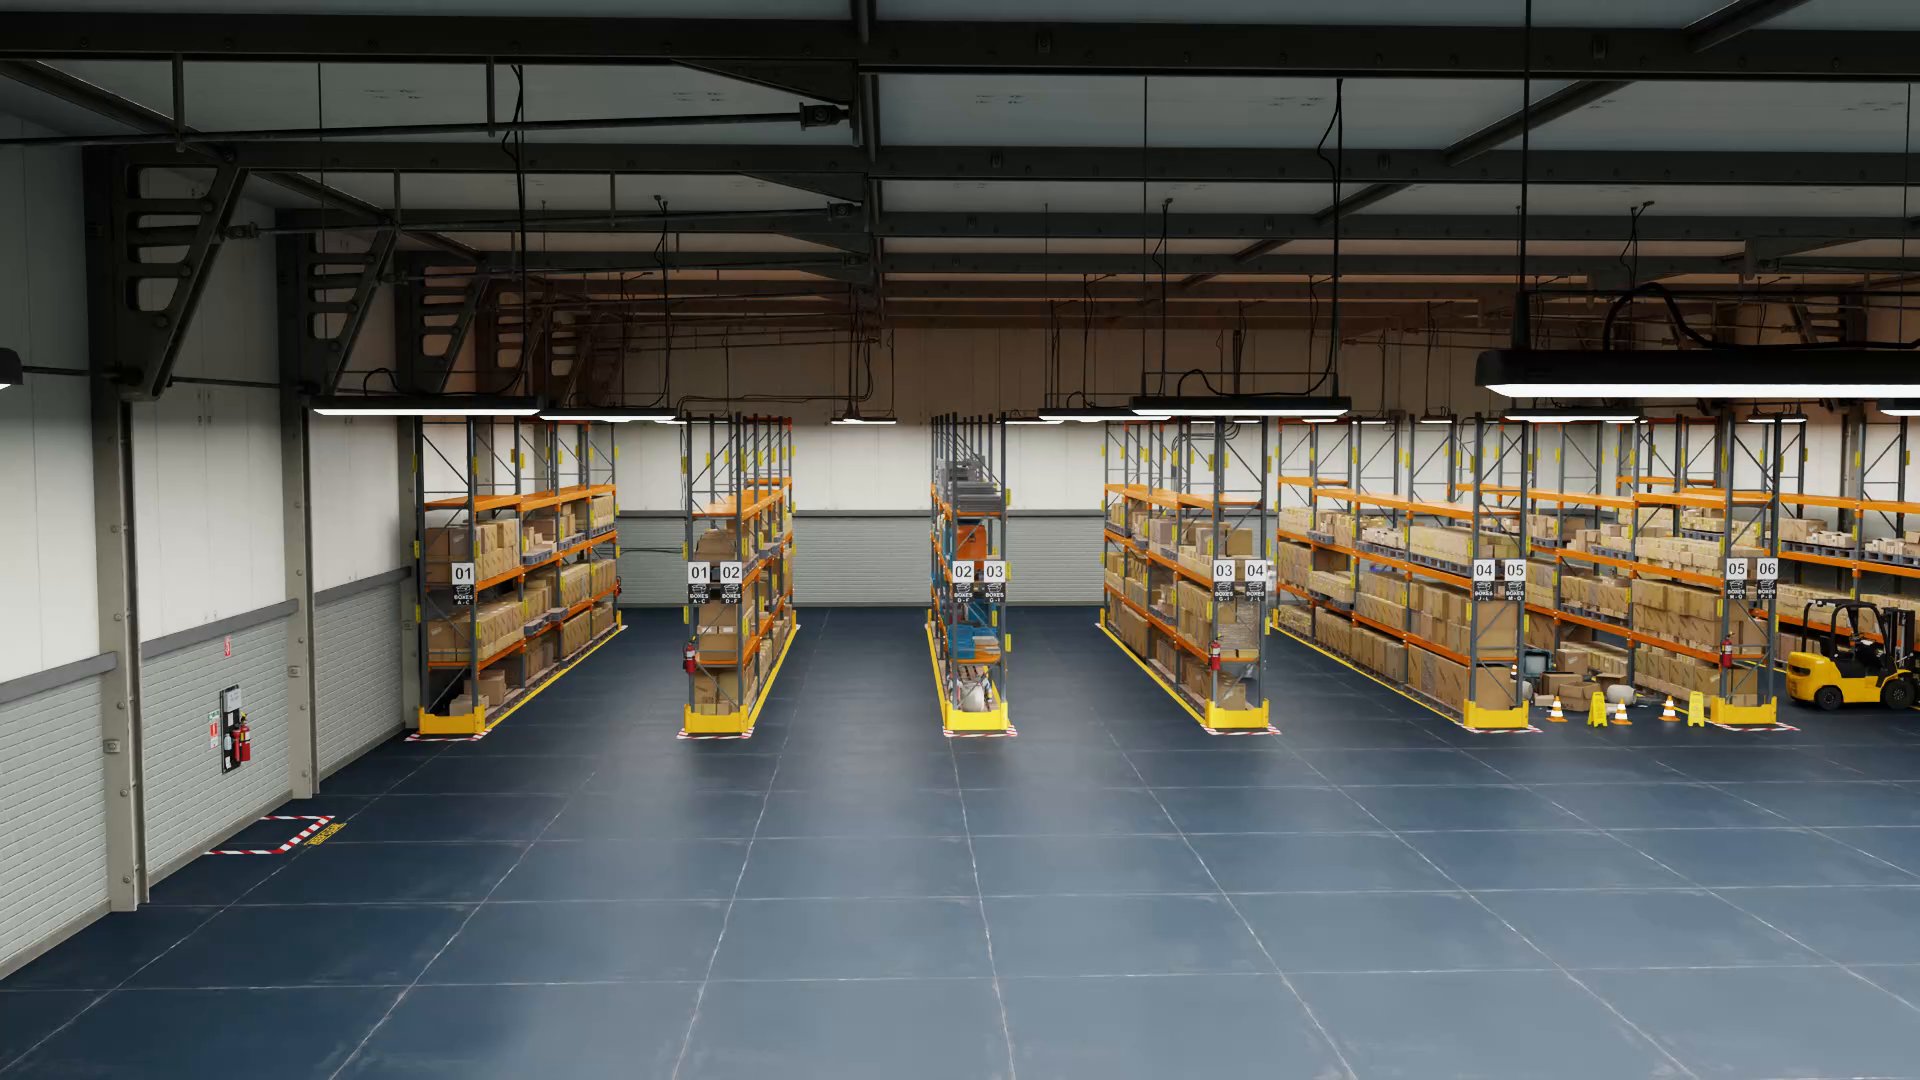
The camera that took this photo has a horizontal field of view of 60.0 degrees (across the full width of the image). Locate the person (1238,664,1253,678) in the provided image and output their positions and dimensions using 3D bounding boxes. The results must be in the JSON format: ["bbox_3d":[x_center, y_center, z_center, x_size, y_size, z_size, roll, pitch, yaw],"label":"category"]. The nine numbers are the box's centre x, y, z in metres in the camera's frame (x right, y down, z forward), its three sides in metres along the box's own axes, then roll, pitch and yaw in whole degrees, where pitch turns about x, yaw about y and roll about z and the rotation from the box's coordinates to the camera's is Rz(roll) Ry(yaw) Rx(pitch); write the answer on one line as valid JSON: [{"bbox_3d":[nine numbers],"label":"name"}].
[{"bbox_3d":[6.551,2.249,38.123,0.474,1.773,0.634,-2,4,-26],"label":"person"}]

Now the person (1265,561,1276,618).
[{"bbox_3d":[8.978,1.508,48.890,0.501,1.805,0.545,-2,4,-26],"label":"person"}]

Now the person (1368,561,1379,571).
[{"bbox_3d":[12.686,1.419,51.127,0.719,1.612,0.503,-2,5,-31],"label":"person"}]
